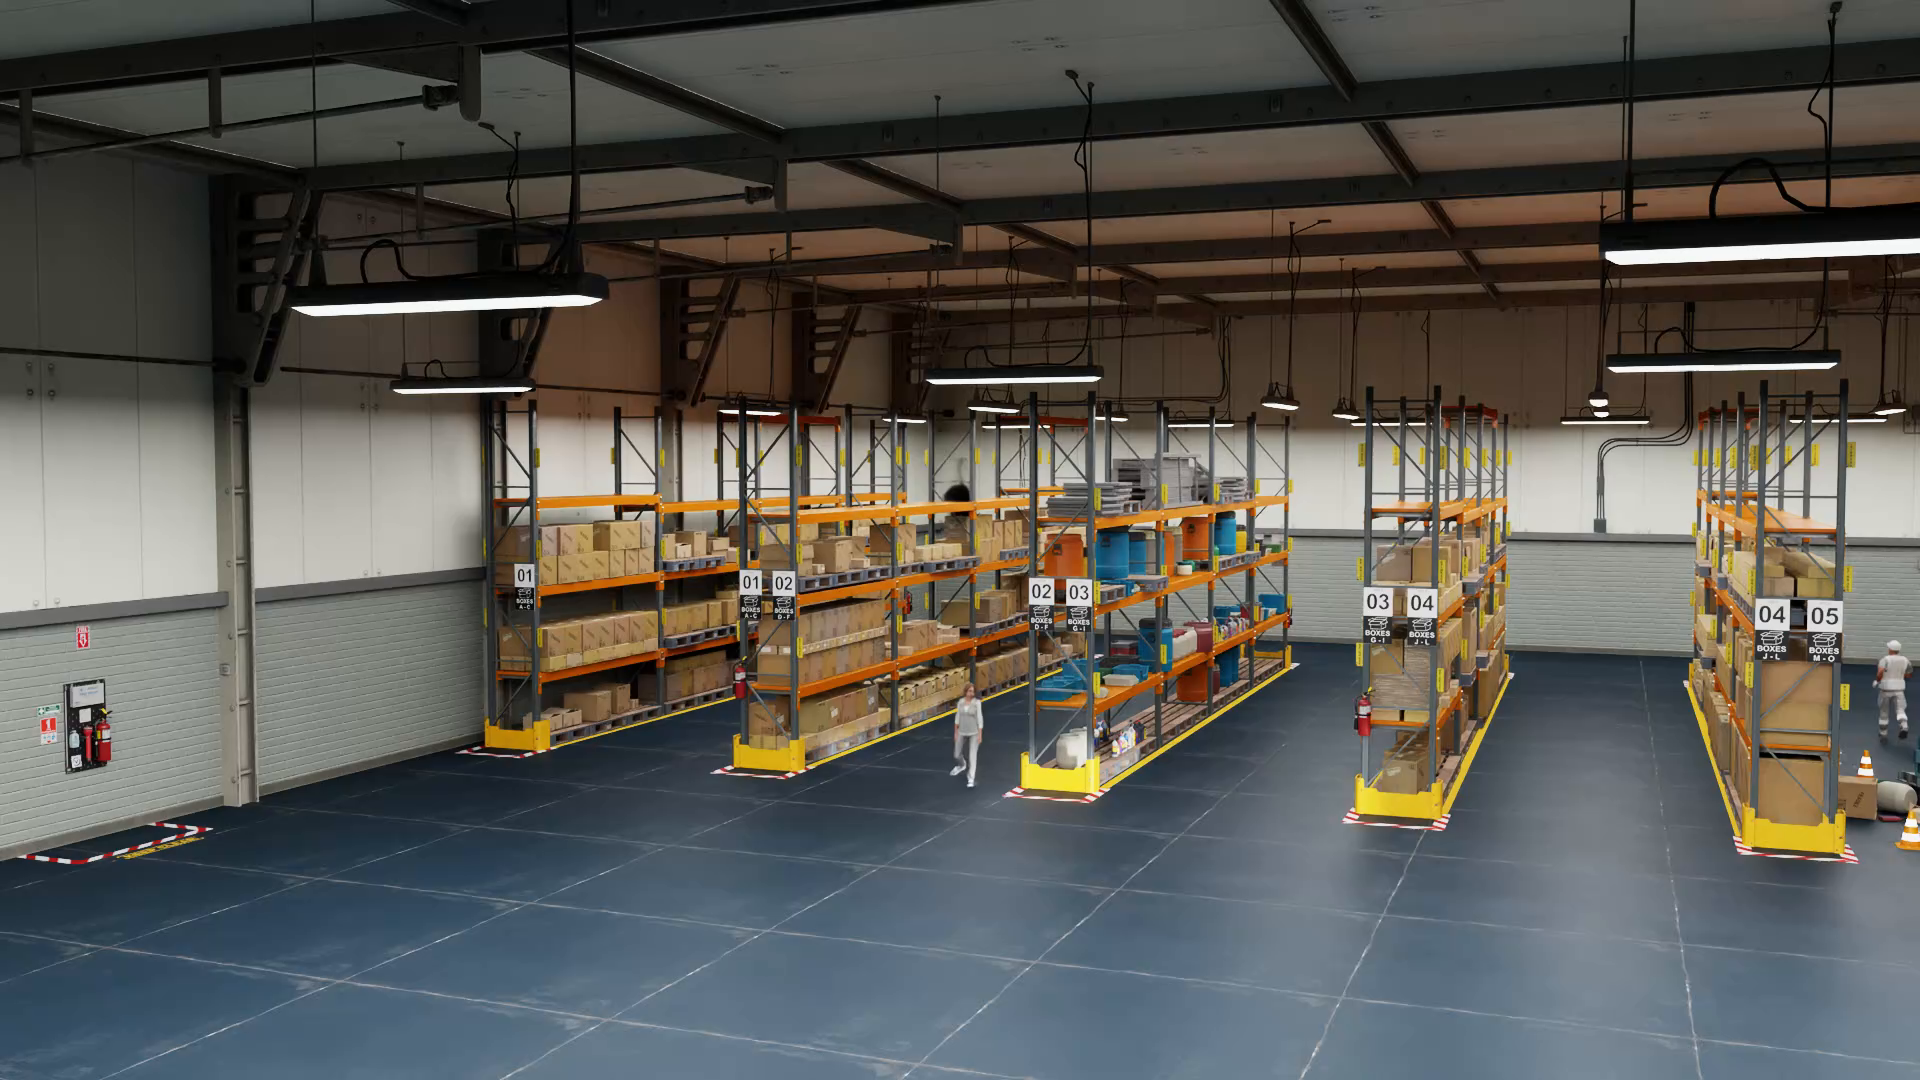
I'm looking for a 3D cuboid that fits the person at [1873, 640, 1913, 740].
[{"bbox_3d":[16.420,2.644,29.264,0.655,1.765,1.000,1,3,13],"label":"person"}]

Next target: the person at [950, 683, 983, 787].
[{"bbox_3d":[0.096,2.954,25.372,0.603,1.556,0.536,1,3,15],"label":"person"}]
